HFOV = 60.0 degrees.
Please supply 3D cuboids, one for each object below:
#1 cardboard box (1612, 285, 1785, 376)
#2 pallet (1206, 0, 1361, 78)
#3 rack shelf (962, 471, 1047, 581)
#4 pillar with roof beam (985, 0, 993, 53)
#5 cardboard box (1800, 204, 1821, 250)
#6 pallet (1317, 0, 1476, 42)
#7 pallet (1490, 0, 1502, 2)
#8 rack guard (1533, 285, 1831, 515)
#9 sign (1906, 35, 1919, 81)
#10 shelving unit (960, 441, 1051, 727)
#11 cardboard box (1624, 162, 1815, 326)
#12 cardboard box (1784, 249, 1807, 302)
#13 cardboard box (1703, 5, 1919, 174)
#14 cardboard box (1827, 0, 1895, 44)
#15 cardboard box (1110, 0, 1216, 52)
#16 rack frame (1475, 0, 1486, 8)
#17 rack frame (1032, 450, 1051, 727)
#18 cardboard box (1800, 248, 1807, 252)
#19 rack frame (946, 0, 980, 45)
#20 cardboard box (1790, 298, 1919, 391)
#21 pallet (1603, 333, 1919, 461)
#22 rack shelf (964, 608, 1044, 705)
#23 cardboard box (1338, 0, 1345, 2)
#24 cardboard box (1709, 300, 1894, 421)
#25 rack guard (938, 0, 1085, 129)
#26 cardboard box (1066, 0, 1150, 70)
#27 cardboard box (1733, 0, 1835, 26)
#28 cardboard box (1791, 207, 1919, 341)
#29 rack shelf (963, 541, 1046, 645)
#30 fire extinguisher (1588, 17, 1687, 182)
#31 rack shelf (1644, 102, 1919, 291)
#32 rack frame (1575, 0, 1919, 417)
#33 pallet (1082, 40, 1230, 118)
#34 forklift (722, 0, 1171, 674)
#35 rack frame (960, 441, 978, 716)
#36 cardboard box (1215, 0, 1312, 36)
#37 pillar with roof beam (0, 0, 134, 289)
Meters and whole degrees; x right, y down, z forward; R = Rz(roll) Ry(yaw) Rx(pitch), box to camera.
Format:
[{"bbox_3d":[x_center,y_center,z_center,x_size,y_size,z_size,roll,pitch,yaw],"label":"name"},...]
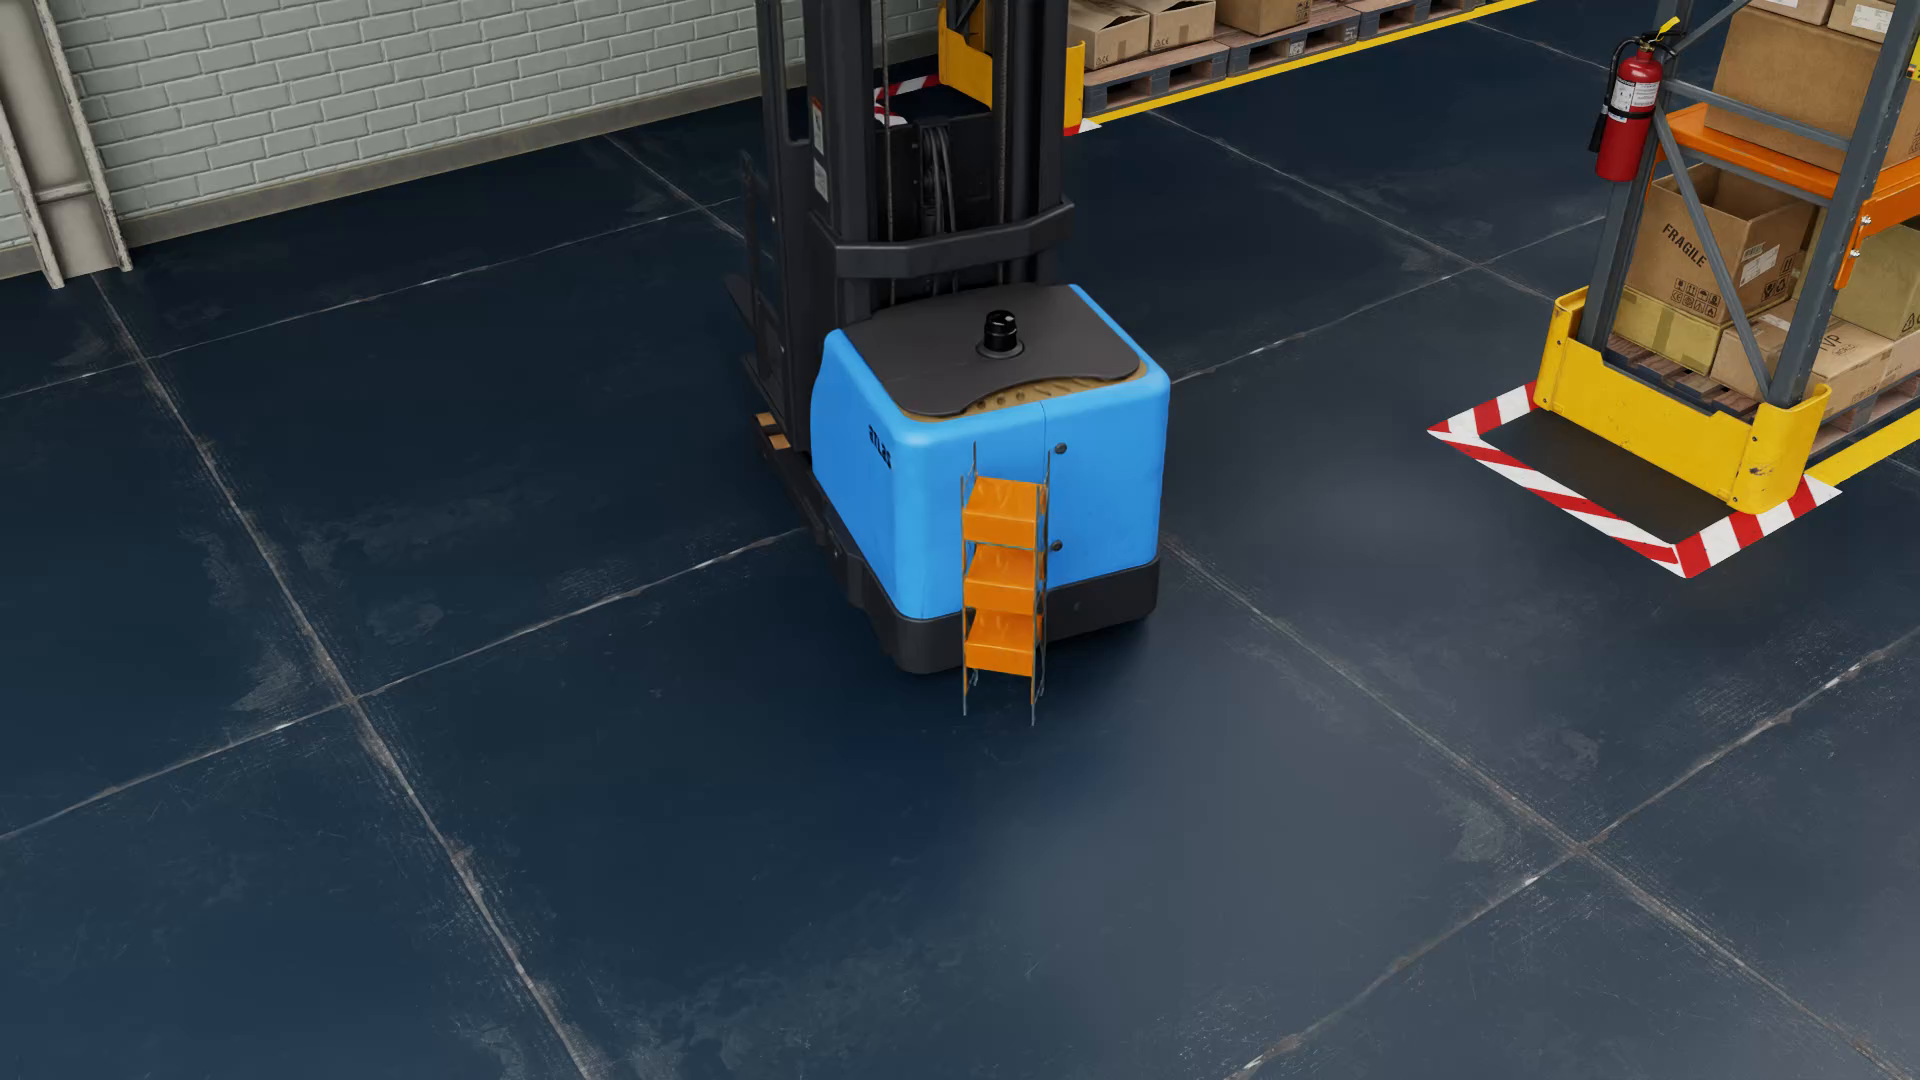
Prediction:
[{"bbox_3d":[3.372,-1.028,7.605,0.500,0.250,0.500,-22,41,-28],"label":"cardboard box"},{"bbox_3d":[1.990,-3.573,11.537,1.213,0.211,1.003,-22,41,-28],"label":"pallet"},{"bbox_3d":[0.149,-0.047,5.440,0.240,0.259,0.215,8,39,11],"label":"rack shelf"},{"bbox_3d":[2.801,-5.044,6.057,0.400,9.000,9.100,-22,41,-28],"label":"pillar with roof beam"},{"bbox_3d":[4.179,-1.677,7.865,0.500,0.500,0.500,-22,41,-28],"label":"cardboard box"},{"bbox_3d":[2.988,-3.986,12.111,1.213,0.211,1.003,-22,41,-28],"label":"pallet"},{"bbox_3d":[4.152,-4.491,12.814,1.213,0.211,1.003,-22,41,-28],"label":"pallet"},{"bbox_3d":[3.084,-0.629,7.197,0.348,0.500,1.175,-22,41,-28],"label":"rack guard"},{"bbox_3d":[3.418,-1.769,5.831,0.005,0.325,0.100,-22,41,-28],"label":"sign"},{"bbox_3d":[0.152,0.167,5.610,0.252,1.050,0.215,8,39,11],"label":"shelving unit"},{"bbox_3d":[3.370,-1.333,7.388,0.500,0.500,0.500,-22,41,-28],"label":"cardboard box"},{"bbox_3d":[3.773,-1.202,7.847,0.500,0.250,0.500,-22,41,-28],"label":"cardboard box"},{"bbox_3d":[3.493,-1.844,6.659,0.500,0.500,0.700,-22,41,-28],"label":"cardboard box"},{"bbox_3d":[3.548,-1.985,6.300,0.250,0.149,0.380,-23,41,-28],"label":"cardboard box"},{"bbox_3d":[1.330,-3.484,10.951,0.500,0.311,0.500,-19,40,-24],"label":"cardboard box"},{"bbox_3d":[3.516,-5.361,11.634,0.127,3.000,1.000,-22,41,-28],"label":"rack frame"},{"bbox_3d":[0.271,0.183,5.587,0.008,1.050,0.200,8,39,11],"label":"rack frame"},{"bbox_3d":[4.181,-1.371,8.082,0.500,0.250,0.500,-22,41,-28],"label":"cardboard box"},{"bbox_3d":[0.247,-4.015,9.764,0.127,3.000,1.000,-22,41,-28],"label":"rack frame"},{"bbox_3d":[4.077,-0.951,7.498,0.500,0.250,0.500,-22,41,-28],"label":"cardboard box"},{"bbox_3d":[3.705,-0.797,7.678,1.213,0.211,1.003,-22,41,-28],"label":"pallet"},{"bbox_3d":[0.156,0.392,5.790,0.240,0.259,0.215,8,39,11],"label":"rack shelf"},{"bbox_3d":[2.691,-4.156,11.724,0.500,0.500,0.500,-26,43,-31],"label":"cardboard box"},{"bbox_3d":[3.670,-0.781,7.262,0.500,0.250,0.500,-22,41,-28],"label":"cardboard box"},{"bbox_3d":[0.309,-3.026,10.529,0.348,0.500,1.175,-22,41,-28],"label":"rack guard"},{"bbox_3d":[0.864,-3.292,10.684,0.500,0.311,0.500,-28,44,-33],"label":"cardboard box"},{"bbox_3d":[3.306,-2.176,6.565,0.250,0.149,0.380,-23,42,-29],"label":"cardboard box"},{"bbox_3d":[4.078,-1.254,7.278,0.500,0.500,0.500,-22,41,-28],"label":"cardboard box"},{"bbox_3d":[0.153,0.175,5.617,0.240,0.259,0.215,8,39,11],"label":"rack shelf"},{"bbox_3d":[2.739,-1.803,6.754,0.183,0.674,0.296,-22,41,-28],"label":"fire extinguisher"},{"bbox_3d":[4.738,-2.033,7.624,4.000,0.370,1.077,-22,41,-28],"label":"rack shelf"},{"bbox_3d":[3.104,-1.652,6.478,0.127,3.000,1.000,-22,41,-28],"label":"rack frame"},{"bbox_3d":[0.993,-3.165,10.970,1.213,0.211,1.003,-22,41,-28],"label":"pallet"},{"bbox_3d":[-0.283,-1.565,6.416,1.130,2.935,3.031,-13,38,-18],"label":"forklift"},{"bbox_3d":[0.034,0.150,5.633,0.008,1.050,0.200,8,39,11],"label":"rack frame"},{"bbox_3d":[1.959,-3.783,11.206,0.500,0.500,0.700,-25,43,-31],"label":"cardboard box"},{"bbox_3d":[-2.104,-3.026,3.251,0.400,9.000,9.100,-22,41,-28],"label":"pillar with roof beam"}]
